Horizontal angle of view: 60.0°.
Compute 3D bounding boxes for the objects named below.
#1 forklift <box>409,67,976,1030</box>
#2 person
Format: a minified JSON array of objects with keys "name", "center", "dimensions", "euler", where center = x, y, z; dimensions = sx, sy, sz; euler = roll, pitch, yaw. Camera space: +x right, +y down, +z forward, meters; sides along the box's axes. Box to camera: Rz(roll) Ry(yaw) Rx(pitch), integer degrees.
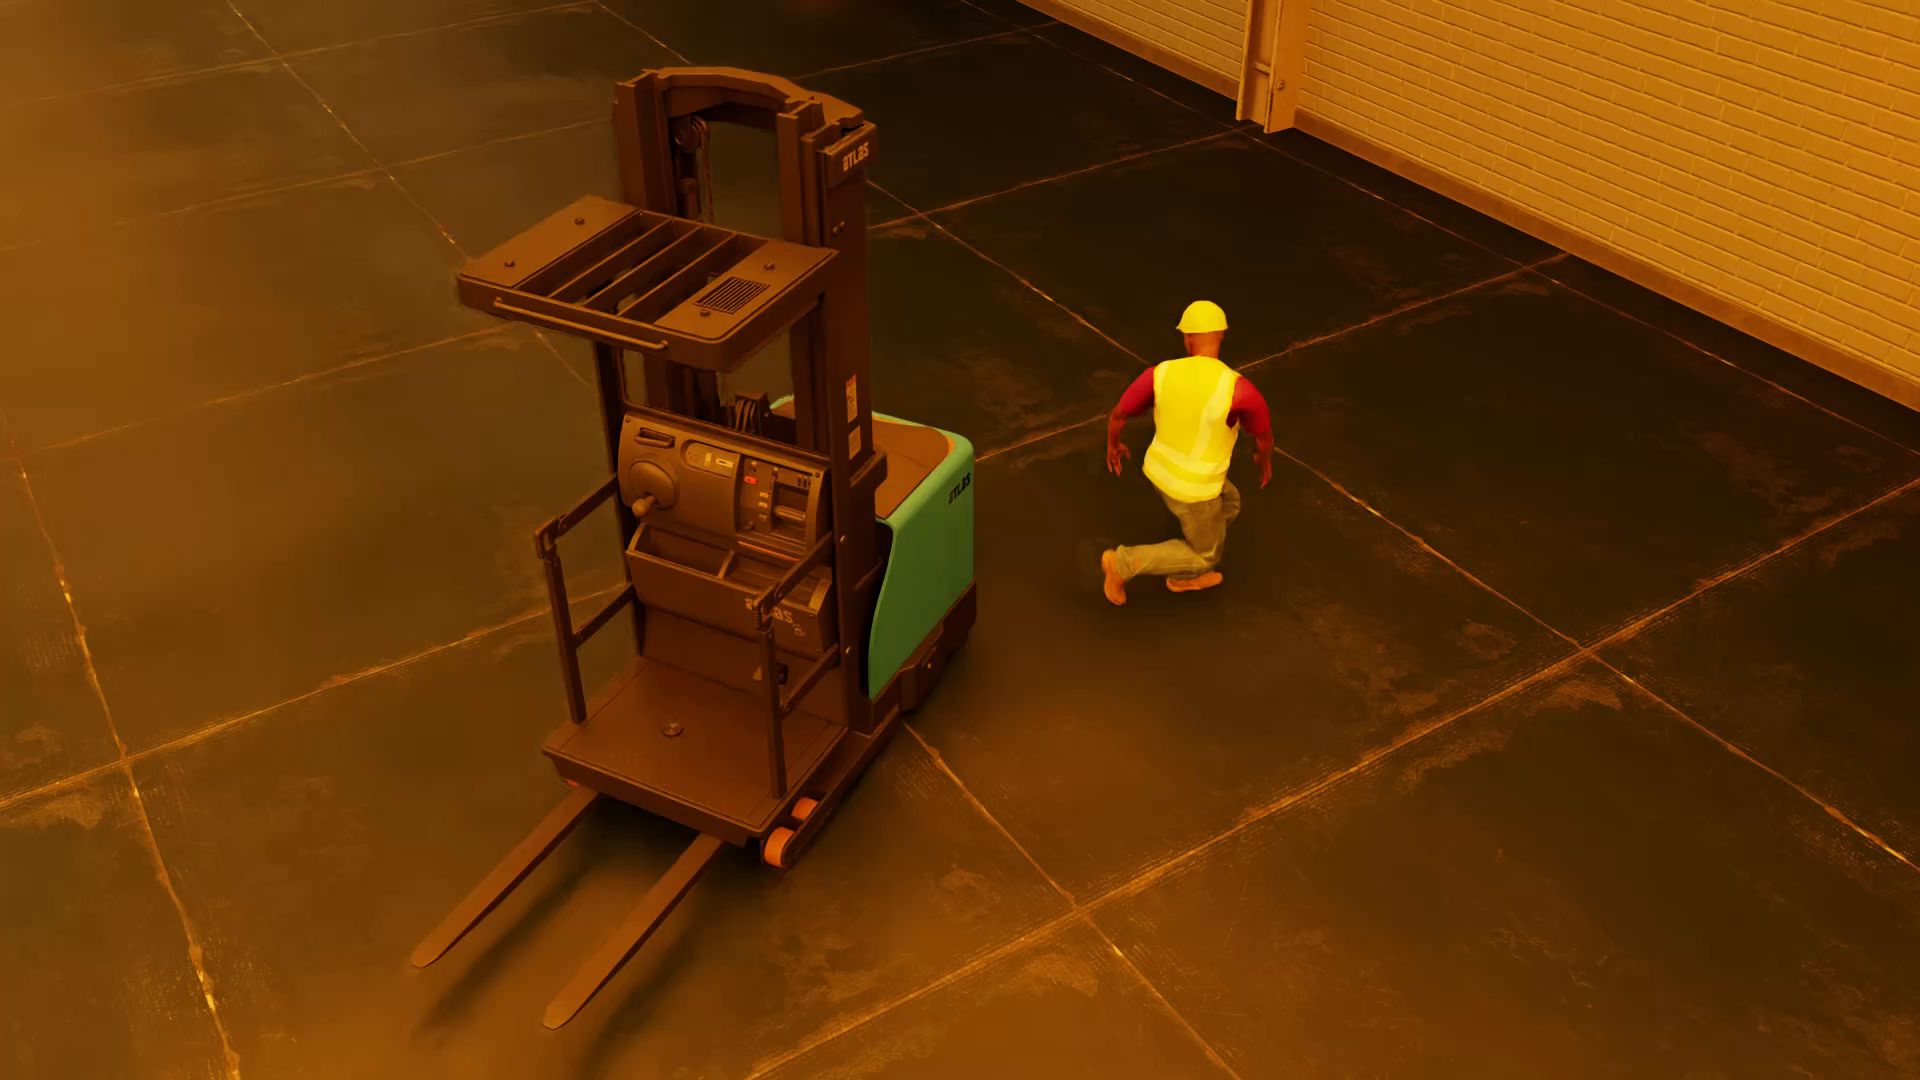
[{"name":"forklift","center":[-1.039,-0.154,6.367],"dimensions":[1.130,2.935,3.031],"euler":[16,38,22]},{"name":"person","center":[1.048,-0.392,7.951],"dimensions":[0.833,1.542,0.680],"euler":[-16,38,-22]}]
